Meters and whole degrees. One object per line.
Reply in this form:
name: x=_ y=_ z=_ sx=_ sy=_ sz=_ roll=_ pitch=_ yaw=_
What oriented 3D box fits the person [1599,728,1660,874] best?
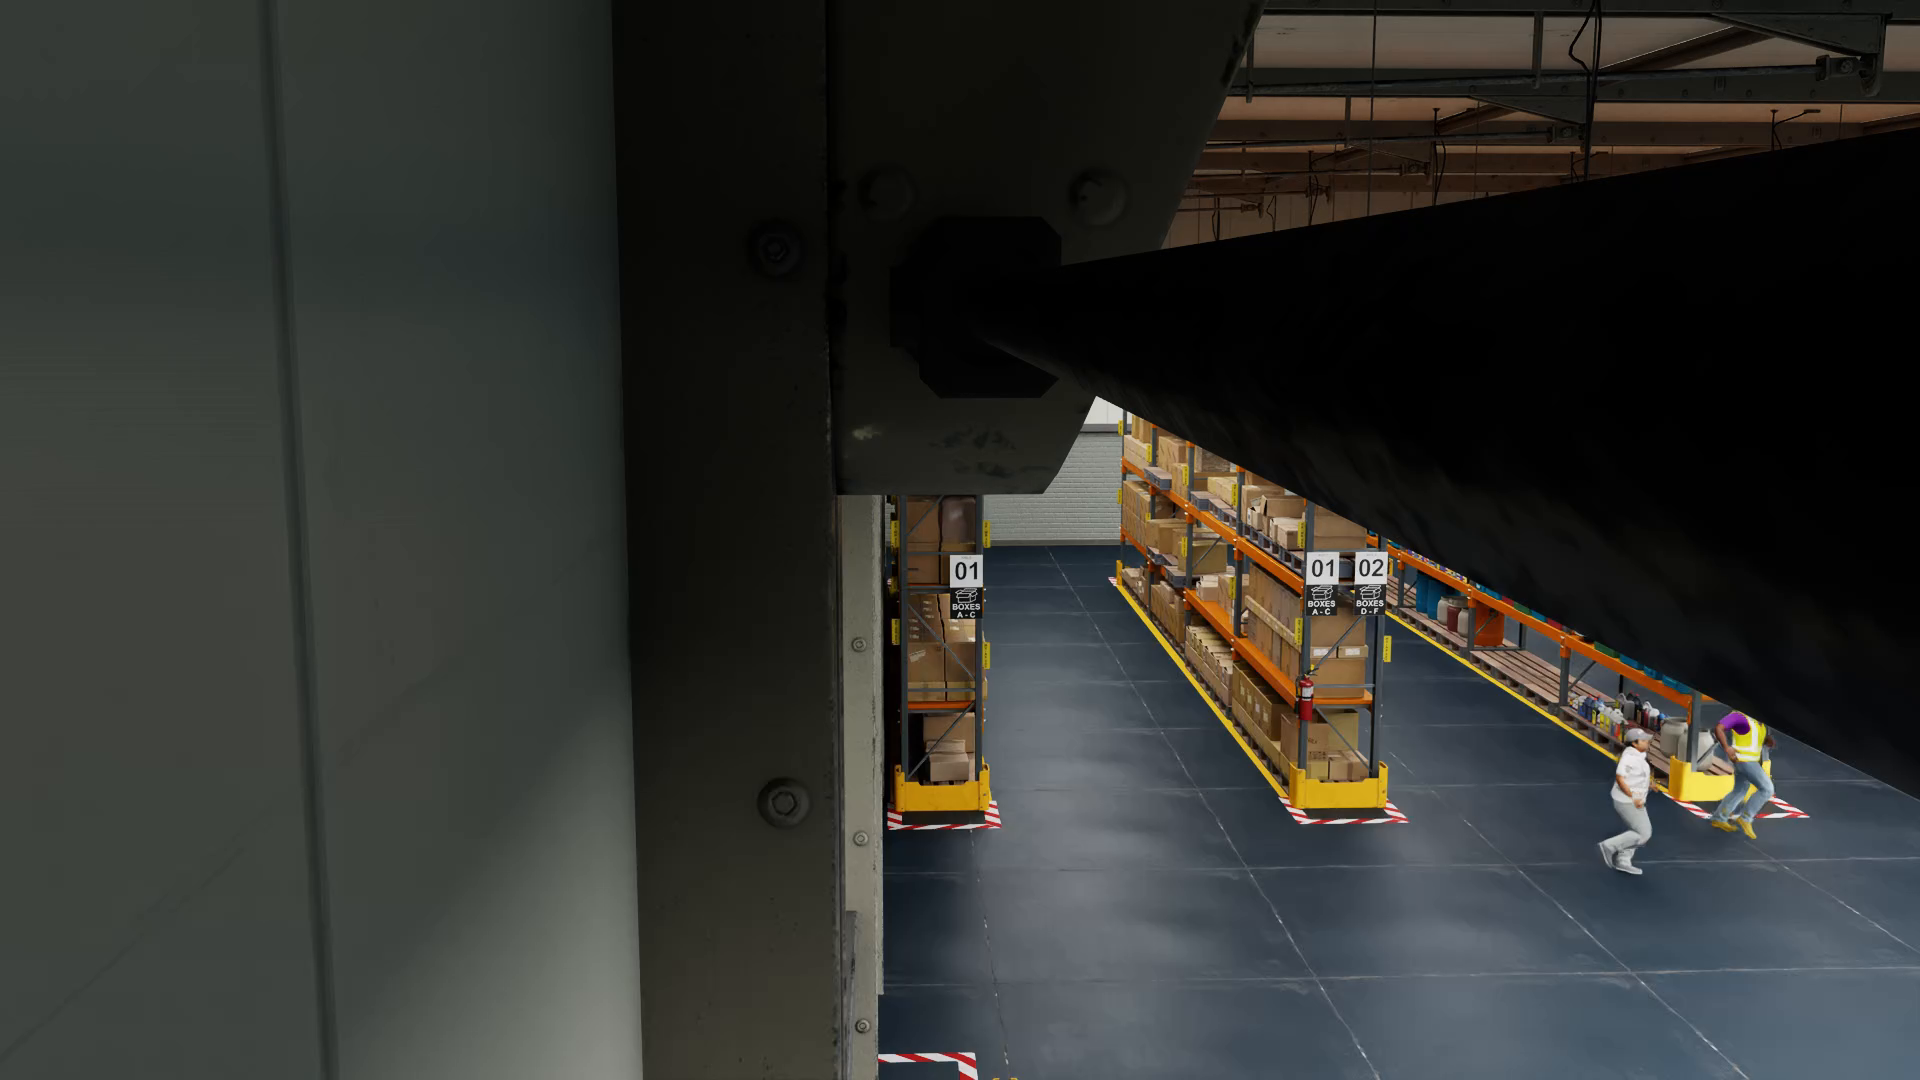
person: x=7.365 y=2.858 z=18.273 sx=0.586 sy=1.639 sz=0.598 roll=3 pitch=9 yaw=22

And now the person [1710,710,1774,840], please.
person: x=9.261 y=2.590 z=19.578 sx=0.665 sy=1.751 sz=0.659 roll=5 pitch=10 yaw=32
